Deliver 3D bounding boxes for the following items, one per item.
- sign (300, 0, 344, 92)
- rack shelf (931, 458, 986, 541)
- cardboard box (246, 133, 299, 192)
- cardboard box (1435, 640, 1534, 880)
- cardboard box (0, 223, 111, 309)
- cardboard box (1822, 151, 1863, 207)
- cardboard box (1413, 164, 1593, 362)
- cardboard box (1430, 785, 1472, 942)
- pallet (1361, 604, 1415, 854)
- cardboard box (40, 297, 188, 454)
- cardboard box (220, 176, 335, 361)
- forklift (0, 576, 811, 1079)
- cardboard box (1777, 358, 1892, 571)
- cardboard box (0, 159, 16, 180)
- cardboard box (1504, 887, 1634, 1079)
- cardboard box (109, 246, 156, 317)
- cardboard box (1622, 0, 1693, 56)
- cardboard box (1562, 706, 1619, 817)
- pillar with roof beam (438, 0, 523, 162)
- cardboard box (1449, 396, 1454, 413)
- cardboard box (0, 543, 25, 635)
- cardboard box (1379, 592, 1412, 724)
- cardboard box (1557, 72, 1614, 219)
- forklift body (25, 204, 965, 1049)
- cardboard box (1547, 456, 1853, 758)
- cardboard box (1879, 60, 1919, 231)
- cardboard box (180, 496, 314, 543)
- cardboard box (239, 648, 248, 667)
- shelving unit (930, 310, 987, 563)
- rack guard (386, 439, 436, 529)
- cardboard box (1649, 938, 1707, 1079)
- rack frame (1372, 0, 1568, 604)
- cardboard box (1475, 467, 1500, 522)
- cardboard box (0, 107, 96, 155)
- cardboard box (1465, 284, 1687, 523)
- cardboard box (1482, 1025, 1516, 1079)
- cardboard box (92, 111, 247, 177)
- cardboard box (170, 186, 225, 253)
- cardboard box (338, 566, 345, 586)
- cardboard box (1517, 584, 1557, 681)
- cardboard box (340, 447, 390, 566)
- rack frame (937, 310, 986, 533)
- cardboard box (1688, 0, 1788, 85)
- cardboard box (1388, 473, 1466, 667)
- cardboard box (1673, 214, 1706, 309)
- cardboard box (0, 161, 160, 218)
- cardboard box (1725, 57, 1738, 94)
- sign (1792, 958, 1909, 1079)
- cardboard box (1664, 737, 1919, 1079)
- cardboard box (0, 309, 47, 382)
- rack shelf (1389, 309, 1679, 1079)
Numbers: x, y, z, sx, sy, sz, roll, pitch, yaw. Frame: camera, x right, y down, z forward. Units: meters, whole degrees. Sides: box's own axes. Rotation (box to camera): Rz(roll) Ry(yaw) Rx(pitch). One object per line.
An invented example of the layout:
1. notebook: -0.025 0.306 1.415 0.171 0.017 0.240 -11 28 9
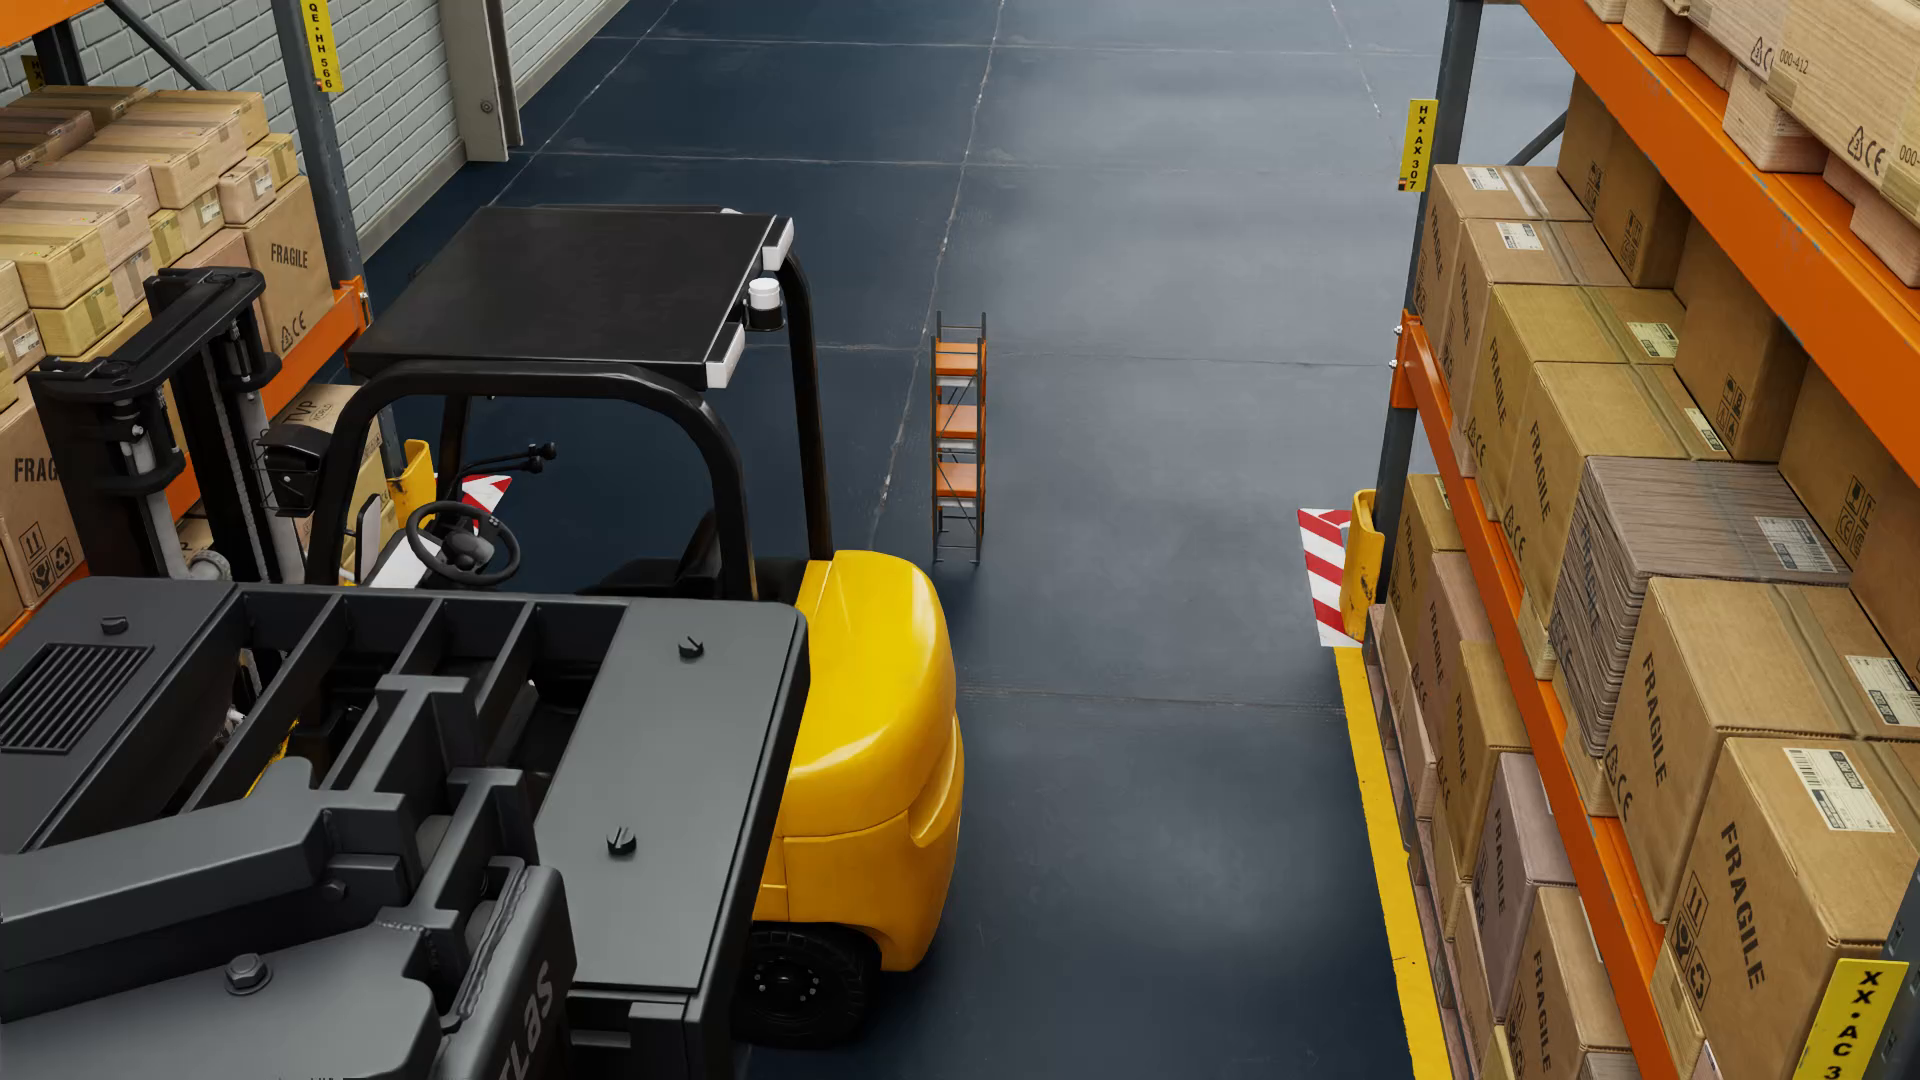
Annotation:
1. sign: -2.269 -1.754 5.908 0.100 0.325 0.005 2 32 4
2. rack shelf: -0.004 -0.173 7.081 0.215 0.259 0.240 2 32 4
3. cardboard box: -2.557 -1.316 5.813 0.380 0.149 0.250 3 32 5
4. cardboard box: 1.709 0.650 4.842 0.500 0.500 0.500 3 32 5
5. cardboard box: -2.632 -0.768 4.640 0.380 0.149 0.250 3 32 5
6. cardboard box: 1.708 -0.631 2.795 0.380 0.149 0.250 1 32 2
7. cardboard box: 1.824 -0.914 5.495 0.500 0.500 0.500 2 32 3
8. cardboard box: 1.717 0.974 5.032 0.500 0.250 0.500 5 32 7
9. pallet: 2.032 0.669 5.962 1.003 0.211 1.213 2 32 4
10. cardboard box: -2.680 -0.426 4.987 0.500 0.500 0.500 2 32 3
11. cardboard box: -2.587 -0.965 5.861 0.500 0.500 0.500 2 32 3
12. forklift: -0.784 1.183 2.537 1.130 2.935 3.031 2 32 3
13. cardboard box: 2.197 -0.232 3.436 0.700 0.500 0.500 2 32 3
14. cardboard box: -3.146 -1.067 5.125 0.380 0.149 0.250 3 32 4
15. cardboard box: 1.634 1.197 3.955 0.500 0.500 0.500 3 32 5
16. cardboard box: -2.637 -0.777 4.939 0.380 0.149 0.250 1 32 2
17. cardboard box: 1.706 -1.176 3.679 0.380 0.149 0.250 2 32 3
18. cardboard box: 1.615 0.505 3.810 0.380 0.149 0.250 2 32 3
19. pillar with roof beam: 1.016 -6.373 9.013 9.100 9.000 0.400 2 32 4
20. cardboard box: 1.796 -0.437 5.340 0.380 0.149 0.250 1 32 2
21. cardboard box: -2.772 0.100 4.134 0.500 0.500 0.500 2 32 3
22. cardboard box: 1.798 0.421 5.928 0.500 0.250 0.500 2 32 4
23. cardboard box: 2.315 -1.299 5.167 0.700 0.500 0.500 2 32 3
24. forklift body: -1.145 0.240 4.810 2.313 2.155 1.214 2 32 4
25. cardboard box: 1.675 0.158 3.756 0.500 0.500 0.500 3 32 5
26. cardboard box: 1.581 -0.472 2.157 0.500 0.250 0.500 2 32 4
27. cardboard box: -2.571 -0.103 5.826 0.500 0.250 0.500 3 32 5
28. cardboard box: -2.609 0.389 5.504 0.500 0.250 0.500 2 32 3
29. shelving unit: -0.004 -0.419 6.929 0.215 1.050 0.252 2 32 4
30. rack guard: -2.806 -0.139 6.999 1.175 0.500 0.348 2 32 4
31. cardboard box: 1.549 0.906 3.160 0.380 0.149 0.250 3 32 5
32. rack frame: 2.139 -0.981 5.982 1.000 3.000 0.127 2 32 4
33. cardboard box: 1.742 -0.170 4.906 0.380 0.149 0.250 3 32 5
34. cardboard box: -3.133 -1.333 5.557 0.380 0.149 0.250 4 32 6
35. cardboard box: 1.745 -0.377 4.623 0.500 0.500 0.500 2 32 3
36. cardboard box: 1.627 1.503 4.172 0.500 0.250 0.500 2 32 3
37. cardboard box: -2.617 -1.309 5.519 0.380 0.149 0.250 3 32 4
38. cardboard box: -2.631 -1.048 5.378 0.380 0.149 0.250 3 32 5
39. cardboard box: -2.582 0.320 6.092 0.500 0.250 0.500 2 32 4
40. cardboard box: 1.651 0.237 4.246 0.380 0.149 0.250 3 32 4
41. cardboard box: -2.536 -0.144 6.368 0.500 0.250 0.500 2 32 3
42. rack frame: 0.006 -0.483 7.033 0.200 1.050 0.008 2 32 4
43. cardboard box: 1.677 -1.001 3.016 0.500 0.250 0.500 2 32 3
44. cardboard box: 1.796 0.114 5.711 0.500 0.500 0.500 1 32 2
45. cardboard box: 2.327 -0.764 4.298 0.700 0.500 0.500 2 32 3
46. cardboard box: -2.705 -1.045 5.089 0.380 0.149 0.250 3 32 4
47. cardboard box: 1.738 -0.907 3.243 0.380 0.149 0.250 3 32 5
48. sign: 1.272 0.723 2.392 0.100 0.325 0.005 2 32 4
49. cardboard box: 1.602 0.699 2.878 0.500 0.500 0.500 2 32 3
50. cardboard box: -2.748 -0.518 4.517 0.380 0.149 0.250 2 32 4
51. rack shelf: 1.976 0.371 4.474 1.077 0.370 4.000 2 32 4
